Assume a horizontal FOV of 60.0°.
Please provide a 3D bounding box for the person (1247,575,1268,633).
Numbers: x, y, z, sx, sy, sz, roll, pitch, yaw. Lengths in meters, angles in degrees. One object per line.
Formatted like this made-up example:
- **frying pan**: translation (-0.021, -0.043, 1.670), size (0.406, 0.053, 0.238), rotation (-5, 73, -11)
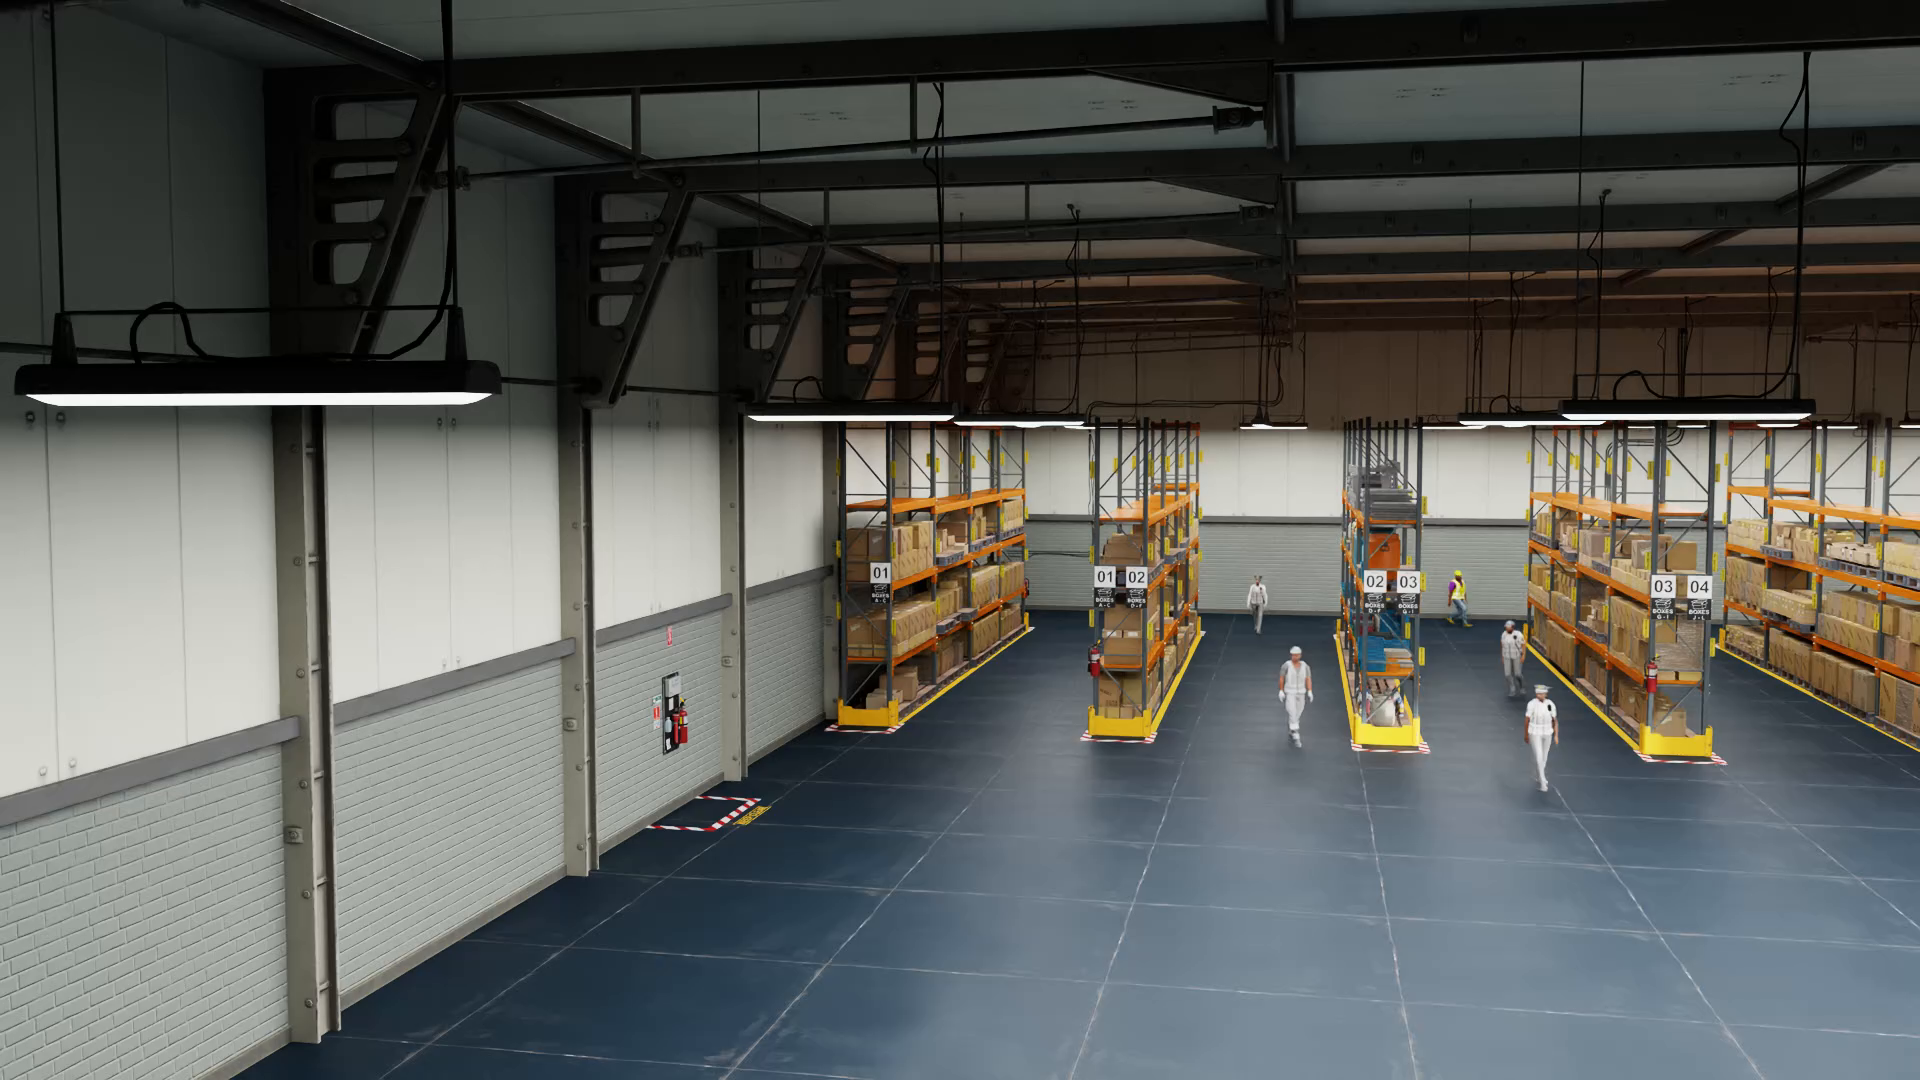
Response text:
- **person**: translation (8.490, 1.809, 47.465), size (0.554, 1.607, 1.034), rotation (1, 4, 15)

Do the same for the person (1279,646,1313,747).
- **person**: translation (6.191, 2.845, 30.550), size (0.551, 1.773, 0.854), rotation (-1, 4, -8)

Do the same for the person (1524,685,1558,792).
- **person**: translation (9.370, 3.175, 26.802), size (0.475, 1.716, 0.722), rotation (0, 4, -1)

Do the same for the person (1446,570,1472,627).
- **person**: translation (14.709, 1.716, 49.022), size (0.562, 1.656, 1.015), rotation (-3, 4, -34)

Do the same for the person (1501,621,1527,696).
- **person**: translation (12.041, 2.562, 36.194), size (0.553, 1.647, 0.552), rotation (3, 5, 36)
